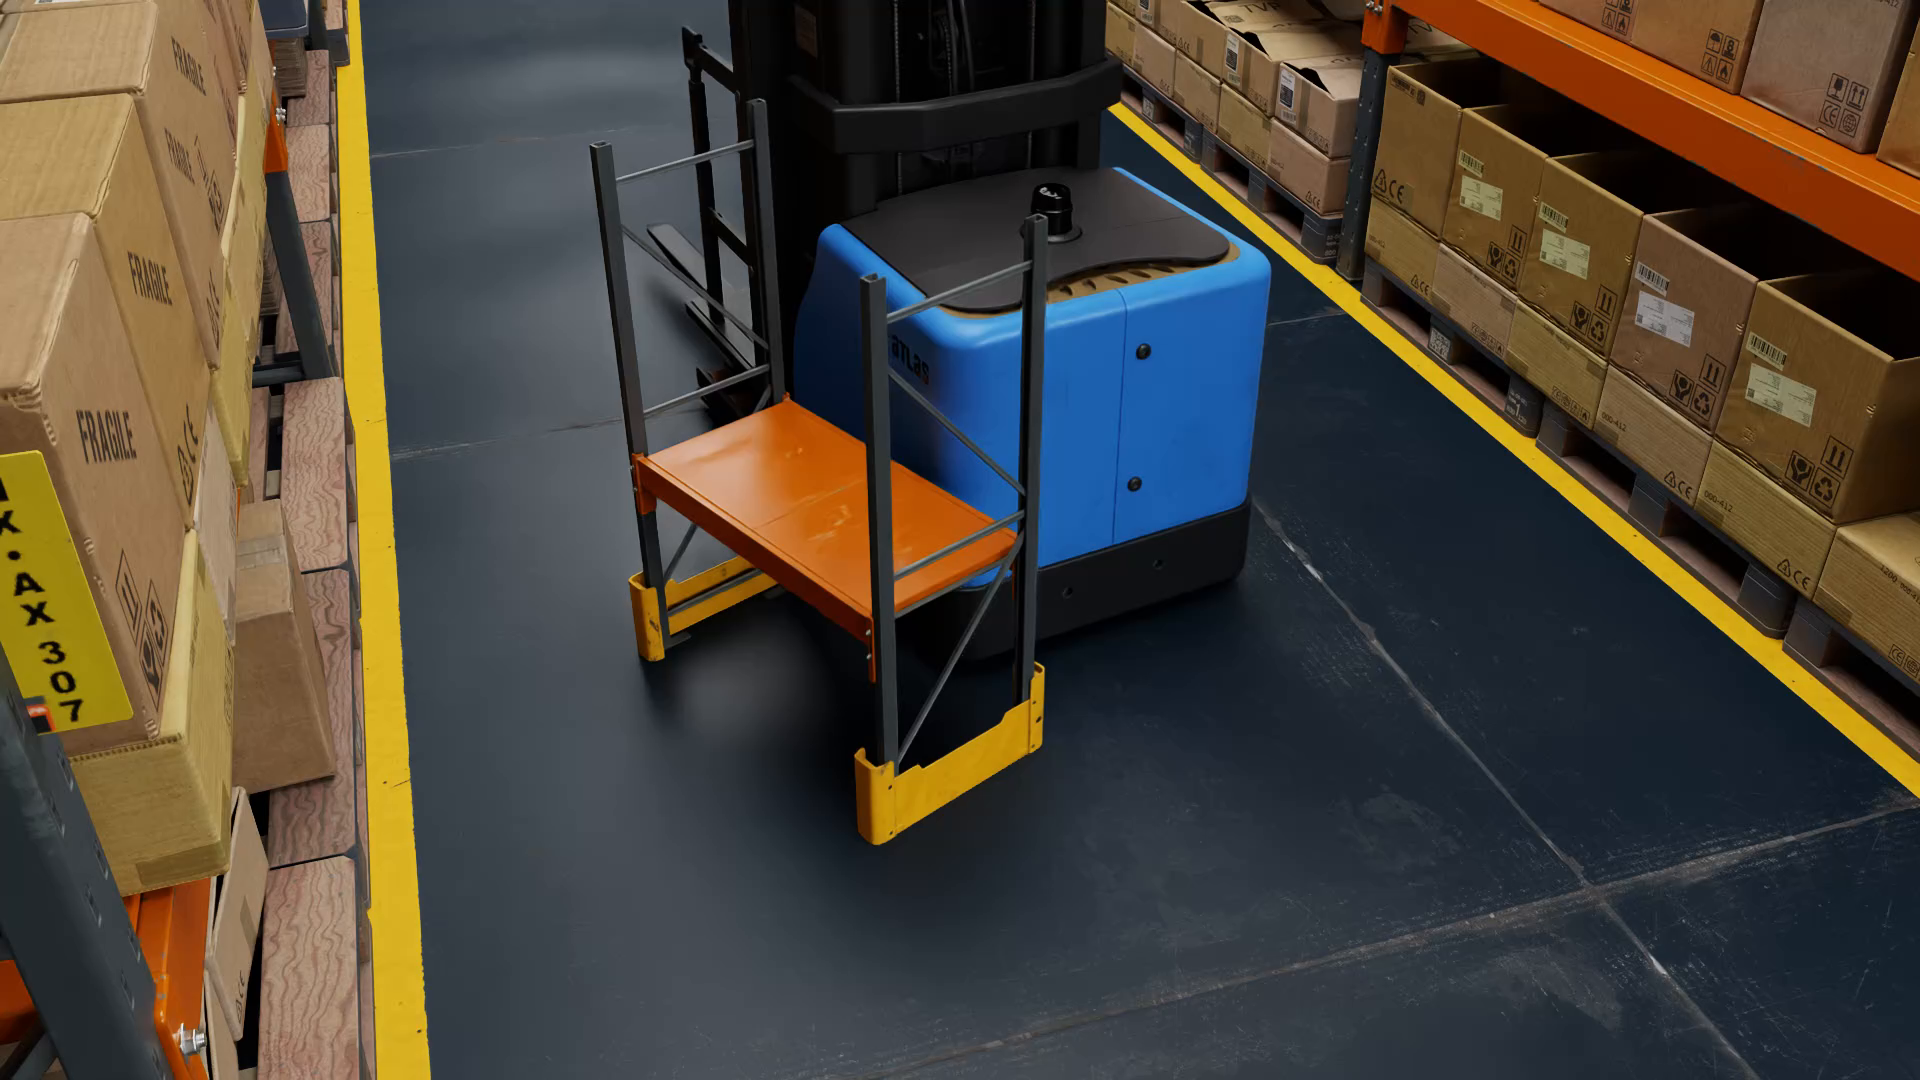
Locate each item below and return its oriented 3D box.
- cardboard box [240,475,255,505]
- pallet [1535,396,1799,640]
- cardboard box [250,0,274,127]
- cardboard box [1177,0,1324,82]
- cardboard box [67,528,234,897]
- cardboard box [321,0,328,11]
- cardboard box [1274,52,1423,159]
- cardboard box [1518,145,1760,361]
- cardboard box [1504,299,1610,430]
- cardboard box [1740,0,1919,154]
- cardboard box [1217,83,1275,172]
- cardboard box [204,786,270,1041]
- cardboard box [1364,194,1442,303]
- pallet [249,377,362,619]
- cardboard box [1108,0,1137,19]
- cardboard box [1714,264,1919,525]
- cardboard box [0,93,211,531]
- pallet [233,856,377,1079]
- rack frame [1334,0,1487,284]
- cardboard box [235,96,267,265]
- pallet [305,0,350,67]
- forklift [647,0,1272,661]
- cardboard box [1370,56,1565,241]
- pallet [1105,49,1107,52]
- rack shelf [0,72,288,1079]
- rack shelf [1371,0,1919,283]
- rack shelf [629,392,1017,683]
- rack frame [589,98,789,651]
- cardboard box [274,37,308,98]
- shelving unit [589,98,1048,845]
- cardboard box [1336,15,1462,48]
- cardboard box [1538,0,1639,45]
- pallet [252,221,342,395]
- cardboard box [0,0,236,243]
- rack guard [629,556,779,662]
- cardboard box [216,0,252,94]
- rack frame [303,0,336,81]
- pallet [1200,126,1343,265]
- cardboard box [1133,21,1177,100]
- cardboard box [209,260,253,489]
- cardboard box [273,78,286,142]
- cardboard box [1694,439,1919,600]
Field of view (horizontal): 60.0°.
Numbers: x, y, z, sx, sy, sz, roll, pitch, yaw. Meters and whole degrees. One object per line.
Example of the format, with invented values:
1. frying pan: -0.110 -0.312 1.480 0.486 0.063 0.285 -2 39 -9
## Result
1. cardboard box: -2.302 -0.191 4.686 0.500 0.500 0.500 -13 35 -18
2. pallet: 2.638 -0.194 5.351 1.003 0.211 1.213 -10 35 -15
3. cardboard box: -2.224 -1.336 4.669 0.500 0.250 0.500 -10 35 -15
4. cardboard box: 1.348 -2.384 7.742 0.500 0.311 0.500 -10 35 -15
5. cardboard box: -1.283 0.257 2.259 0.500 0.250 0.500 -11 35 -16
6. cardboard box: -3.976 -3.375 9.205 0.750 0.750 0.750 -10 35 -15
7. cardboard box: 1.663 -1.850 6.933 0.500 0.311 0.500 -10 35 -15
8. cardboard box: 2.208 -0.943 5.389 0.500 0.500 0.500 -10 35 -15
9. cardboard box: 2.208 -0.630 5.596 0.500 0.250 0.500 -10 35 -15
10. cardboard box: 2.675 -1.424 4.594 0.700 0.500 0.500 -9 35 -13
11. cardboard box: 1.505 -1.886 7.497 0.500 0.250 0.500 -11 35 -15
12. cardboard box: -1.736 0.772 3.400 0.500 0.311 0.500 -7 34 -11
13. cardboard box: 1.912 -1.157 6.393 0.500 0.250 0.500 -10 35 -15
14. pallet: -2.418 -0.078 5.177 1.003 0.211 1.213 -10 35 -15
15. cardboard box: 1.041 -2.918 8.550 0.500 0.311 0.500 -11 35 -16
16. cardboard box: 2.514 -0.418 4.595 0.500 0.500 0.500 -10 35 -15
17. cardboard box: -1.437 -0.309 2.435 0.500 0.500 0.500 -10 35 -15
18. pallet: -1.674 1.203 3.238 1.003 0.211 1.213 -10 35 -15
19. rack frame: 2.060 -2.423 6.196 1.000 3.000 0.127 -10 35 -15
20. cardboard box: -1.911 -0.812 3.876 0.500 0.250 0.500 -10 35 -15
21. pallet: -4.046 -2.952 9.525 1.003 0.211 1.213 -10 35 -15
22. forklift: -0.276 -1.678 5.131 1.130 2.935 3.031 -16 37 -23
23. cardboard box: 1.903 -1.468 6.184 0.500 0.500 0.500 -10 35 -15
24. pallet: 1.054 -2.921 9.479 1.003 0.211 1.213 -10 35 -15
25. rack shelf: -2.047 -0.238 3.542 1.077 0.370 4.000 -10 35 -15
26. rack shelf: 2.670 -1.073 4.805 1.077 0.370 4.000 -10 35 -15
27. rack shelf: -0.345 -0.042 4.279 0.538 0.185 1.000 -26 42 -34
28. rack frame: -0.686 -0.400 4.495 0.500 1.500 0.032 -26 42 -34
29. cardboard box: -3.608 -2.460 8.120 0.700 0.500 0.500 -10 35 -14
30. shelving unit: -0.351 -0.195 4.185 0.587 1.500 1.083 -26 42 -34
31. cardboard box: 2.023 -2.208 7.475 0.500 0.311 0.500 -10 35 -15
32. cardboard box: 2.368 -1.957 5.400 0.700 0.500 0.500 -10 35 -15
33. pallet: -2.896 -0.833 6.320 1.003 0.211 1.213 -10 35 -15
34. cardboard box: -1.758 -0.850 3.254 0.500 0.500 0.500 -9 34 -13
35. rack guard: -0.685 0.122 4.839 0.587 0.250 0.087 -26 42 -34
36. cardboard box: -2.060 -1.390 4.070 0.500 0.500 0.500 -10 35 -15
37. rack frame: -3.877 -3.688 8.111 1.000 3.000 0.127 -10 35 -15
38. pallet: 1.798 -1.640 7.540 1.003 0.211 1.213 -10 35 -15
39. cardboard box: 1.194 -2.422 8.308 0.500 0.250 0.500 -9 35 -14
40. cardboard box: -1.605 -0.282 3.074 0.500 0.250 0.500 -11 35 -15
41. cardboard box: -3.383 -1.914 7.293 0.700 0.500 0.500 -10 35 -15
42. cardboard box: 2.517 -0.106 4.802 0.500 0.250 0.500 -10 35 -15
